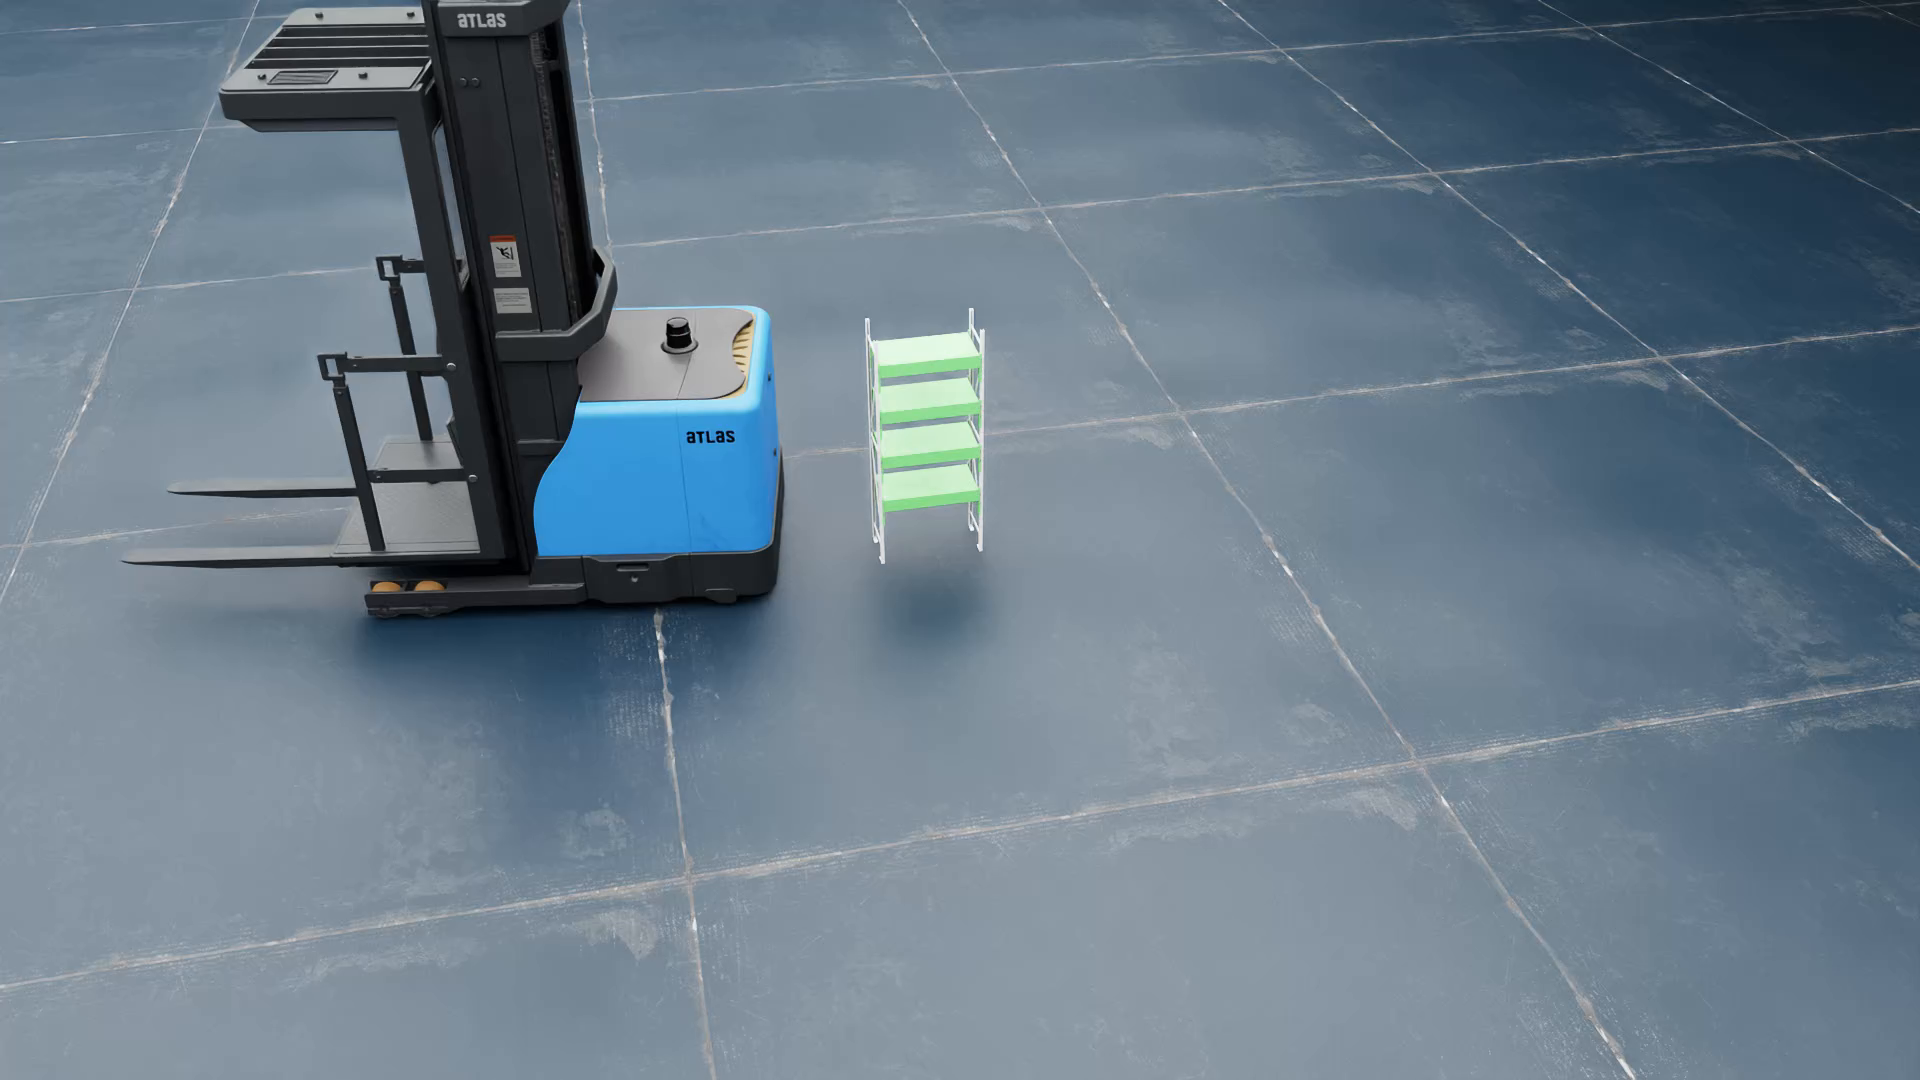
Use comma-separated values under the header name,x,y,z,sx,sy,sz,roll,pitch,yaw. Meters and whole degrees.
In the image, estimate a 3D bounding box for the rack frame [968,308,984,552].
name,x,y,z,sx,sy,sz,roll,pitch,yaw
rack frame,0.077,-0.508,7.930,0.015,1.200,0.240,-7,35,-11

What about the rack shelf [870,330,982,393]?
name,x,y,z,sx,sy,sz,roll,pitch,yaw
rack shelf,-0.161,-0.823,7.653,0.480,0.148,0.258,-7,35,-11

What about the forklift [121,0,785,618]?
name,x,y,z,sx,sy,sz,roll,pitch,yaw
forklift,-2.395,-1.158,7.346,3.031,2.935,1.130,-1,34,-2

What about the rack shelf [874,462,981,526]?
name,x,y,z,sx,sy,sz,roll,pitch,yaw
rack shelf,-0.161,-0.226,8.055,0.480,0.148,0.258,-7,35,-11

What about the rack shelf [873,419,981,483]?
name,x,y,z,sx,sy,sz,roll,pitch,yaw
rack shelf,-0.161,-0.425,7.921,0.480,0.148,0.258,-7,35,-11

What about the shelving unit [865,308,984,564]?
name,x,y,z,sx,sy,sz,roll,pitch,yaw
shelving unit,-0.161,-0.478,7.885,0.503,1.200,0.258,-7,35,-11

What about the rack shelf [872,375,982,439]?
name,x,y,z,sx,sy,sz,roll,pitch,yaw
rack shelf,-0.161,-0.624,7.787,0.480,0.148,0.258,-7,35,-11

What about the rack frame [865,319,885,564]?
name,x,y,z,sx,sy,sz,roll,pitch,yaw
rack frame,-0.399,-0.448,7.841,0.015,1.200,0.240,-7,35,-11
